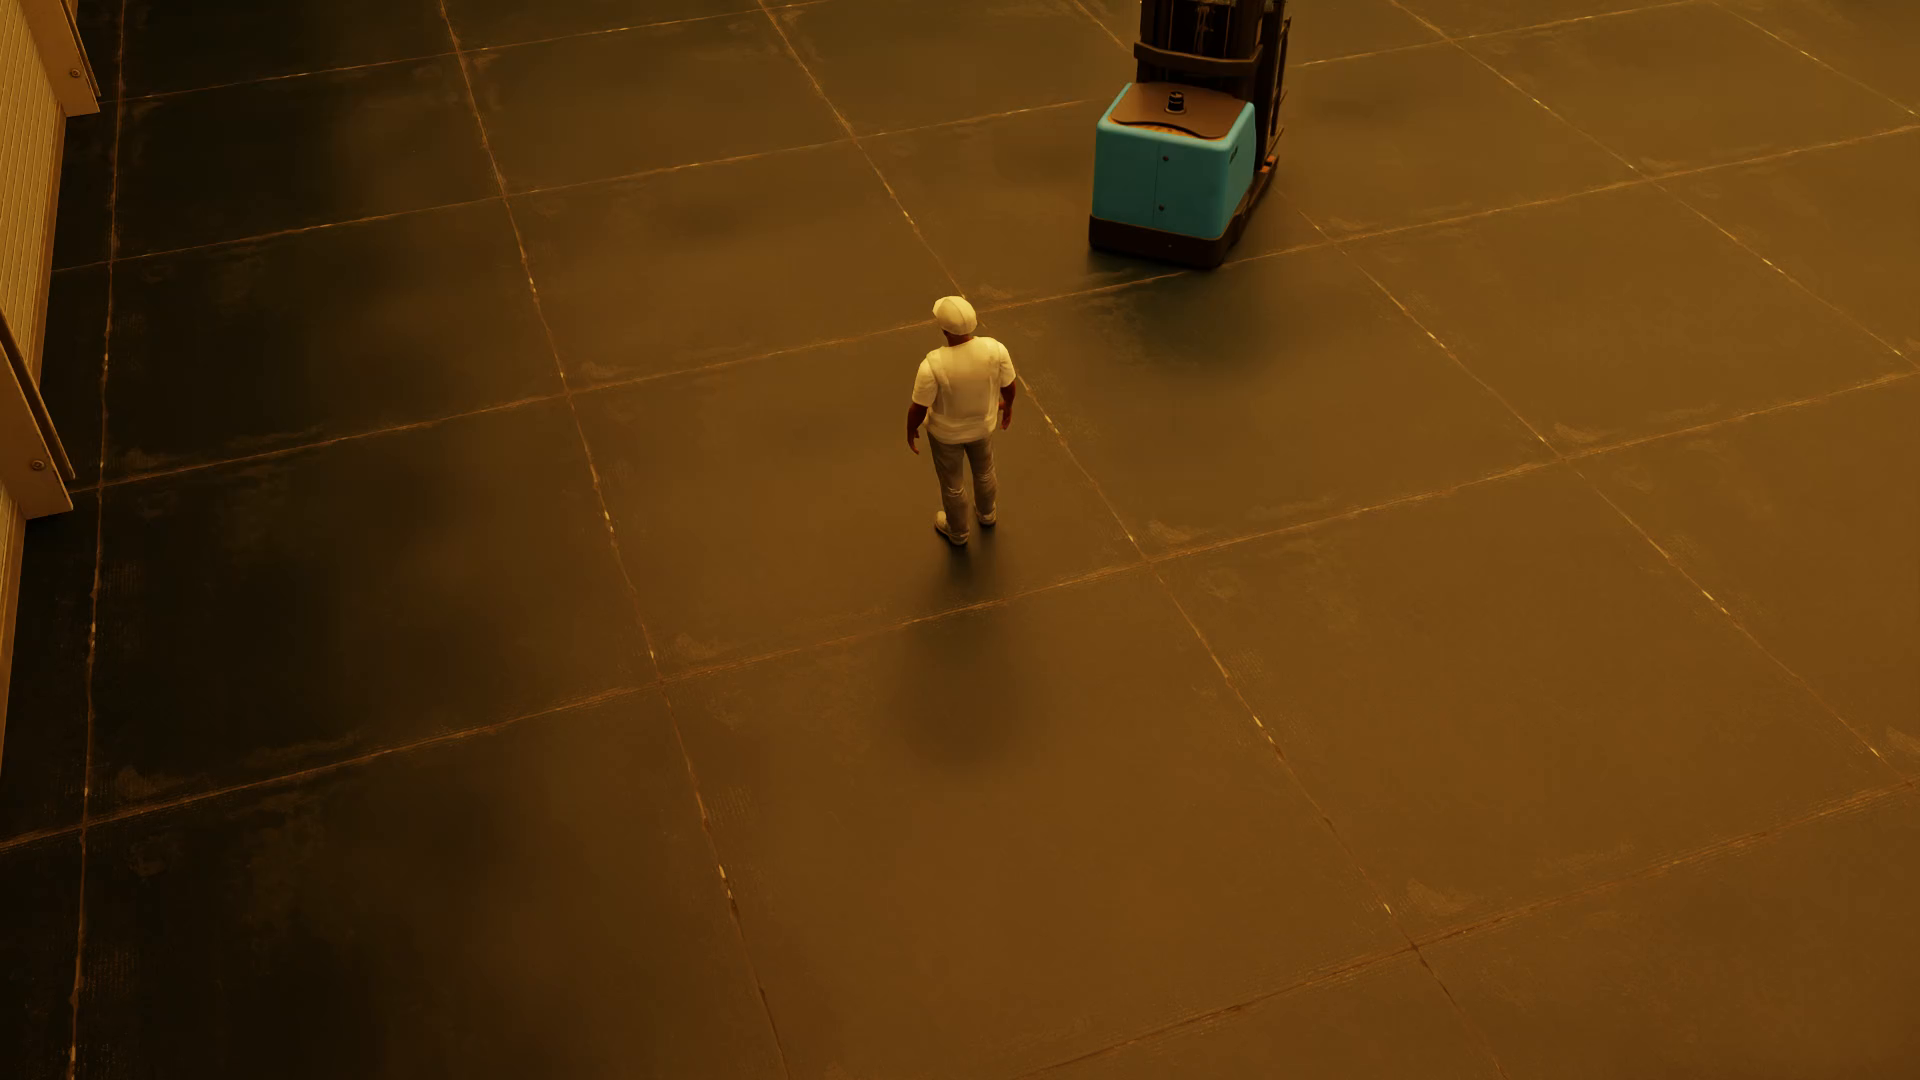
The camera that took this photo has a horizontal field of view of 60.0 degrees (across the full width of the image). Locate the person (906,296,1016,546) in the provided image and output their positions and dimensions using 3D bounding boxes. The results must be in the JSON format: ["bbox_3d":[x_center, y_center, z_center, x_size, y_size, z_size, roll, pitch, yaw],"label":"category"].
[{"bbox_3d":[-0.019,-0.725,9.755,0.665,1.768,0.575,-13,42,-15],"label":"person"}]

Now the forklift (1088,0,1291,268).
[{"bbox_3d":[2.018,-4.143,12.930,1.130,2.935,3.031,14,42,17],"label":"forklift"}]
